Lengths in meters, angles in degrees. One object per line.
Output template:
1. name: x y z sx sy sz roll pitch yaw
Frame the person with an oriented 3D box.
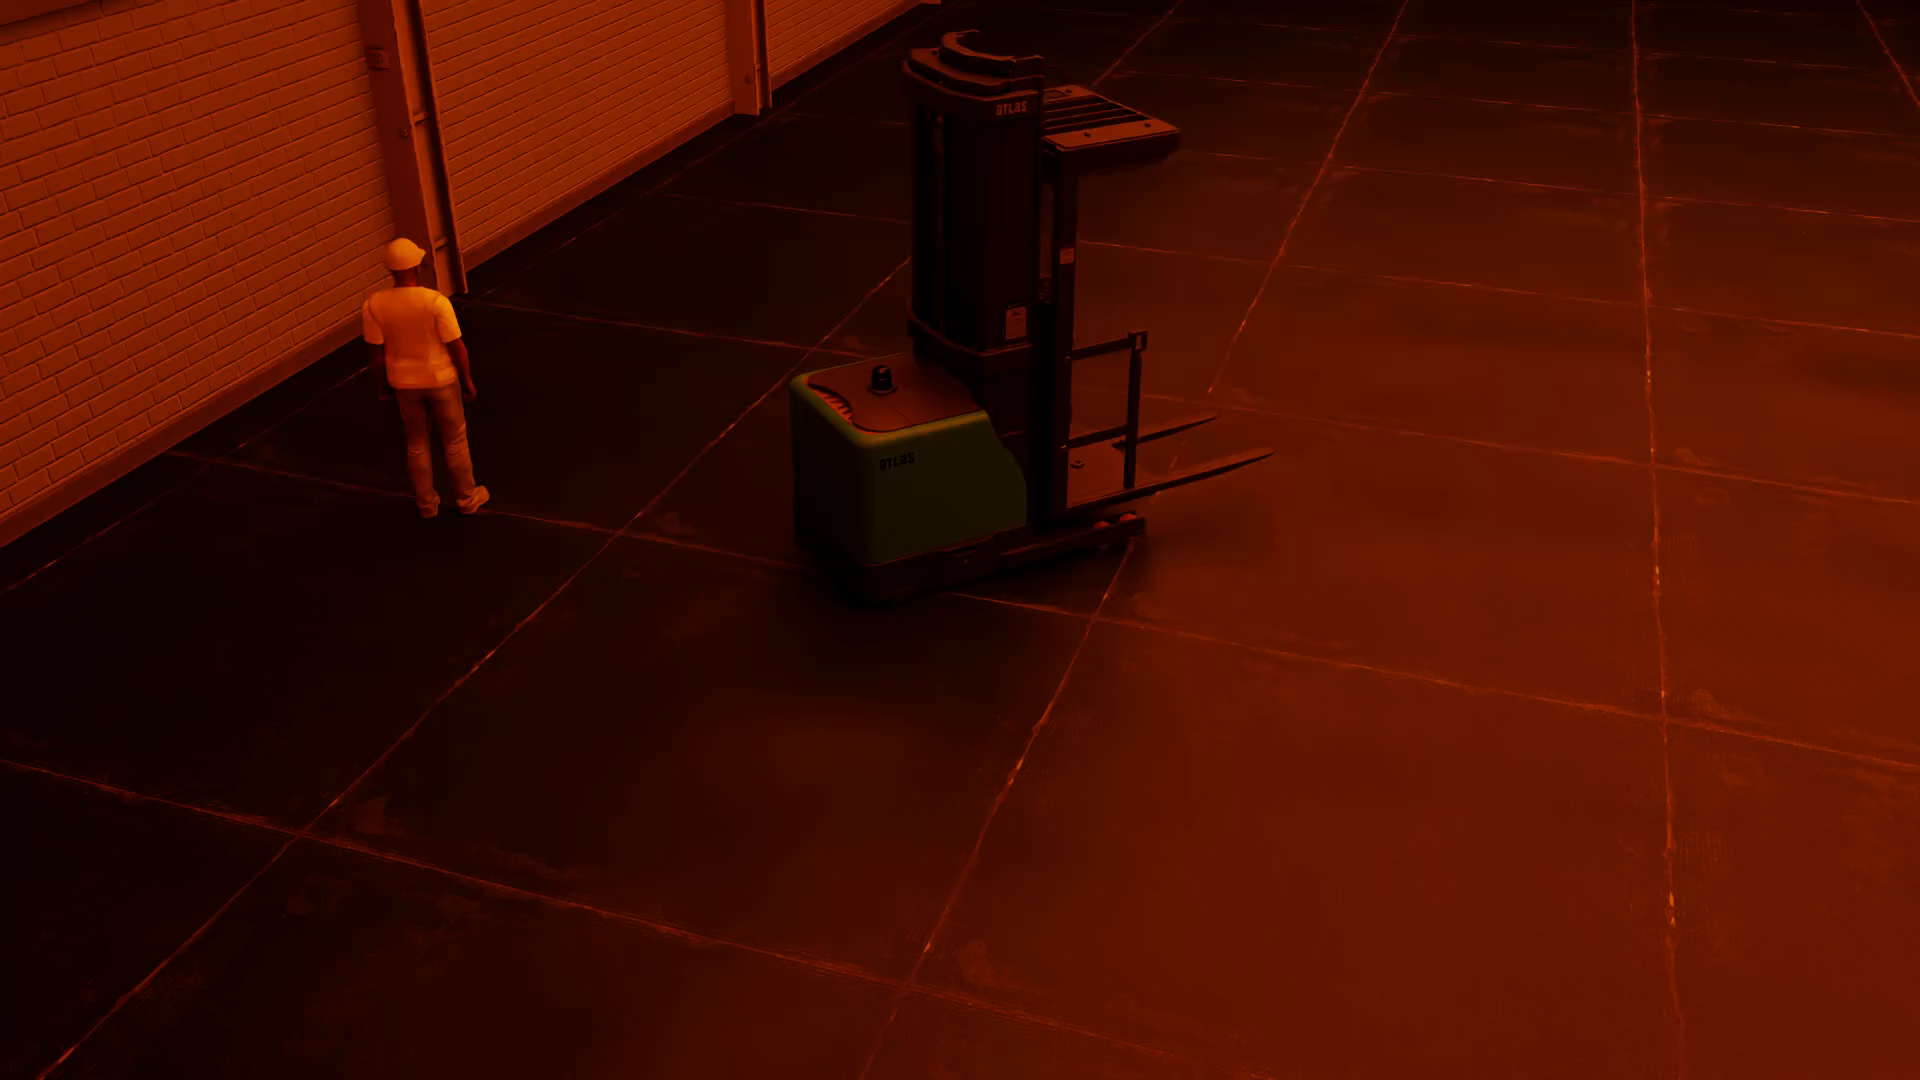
1. person: -3.216 -0.969 10.012 0.594 1.771 0.379 -1 30 -2

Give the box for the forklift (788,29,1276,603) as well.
1. forklift: 0.537 -1.431 9.646 3.031 2.935 1.130 -15 33 -25
